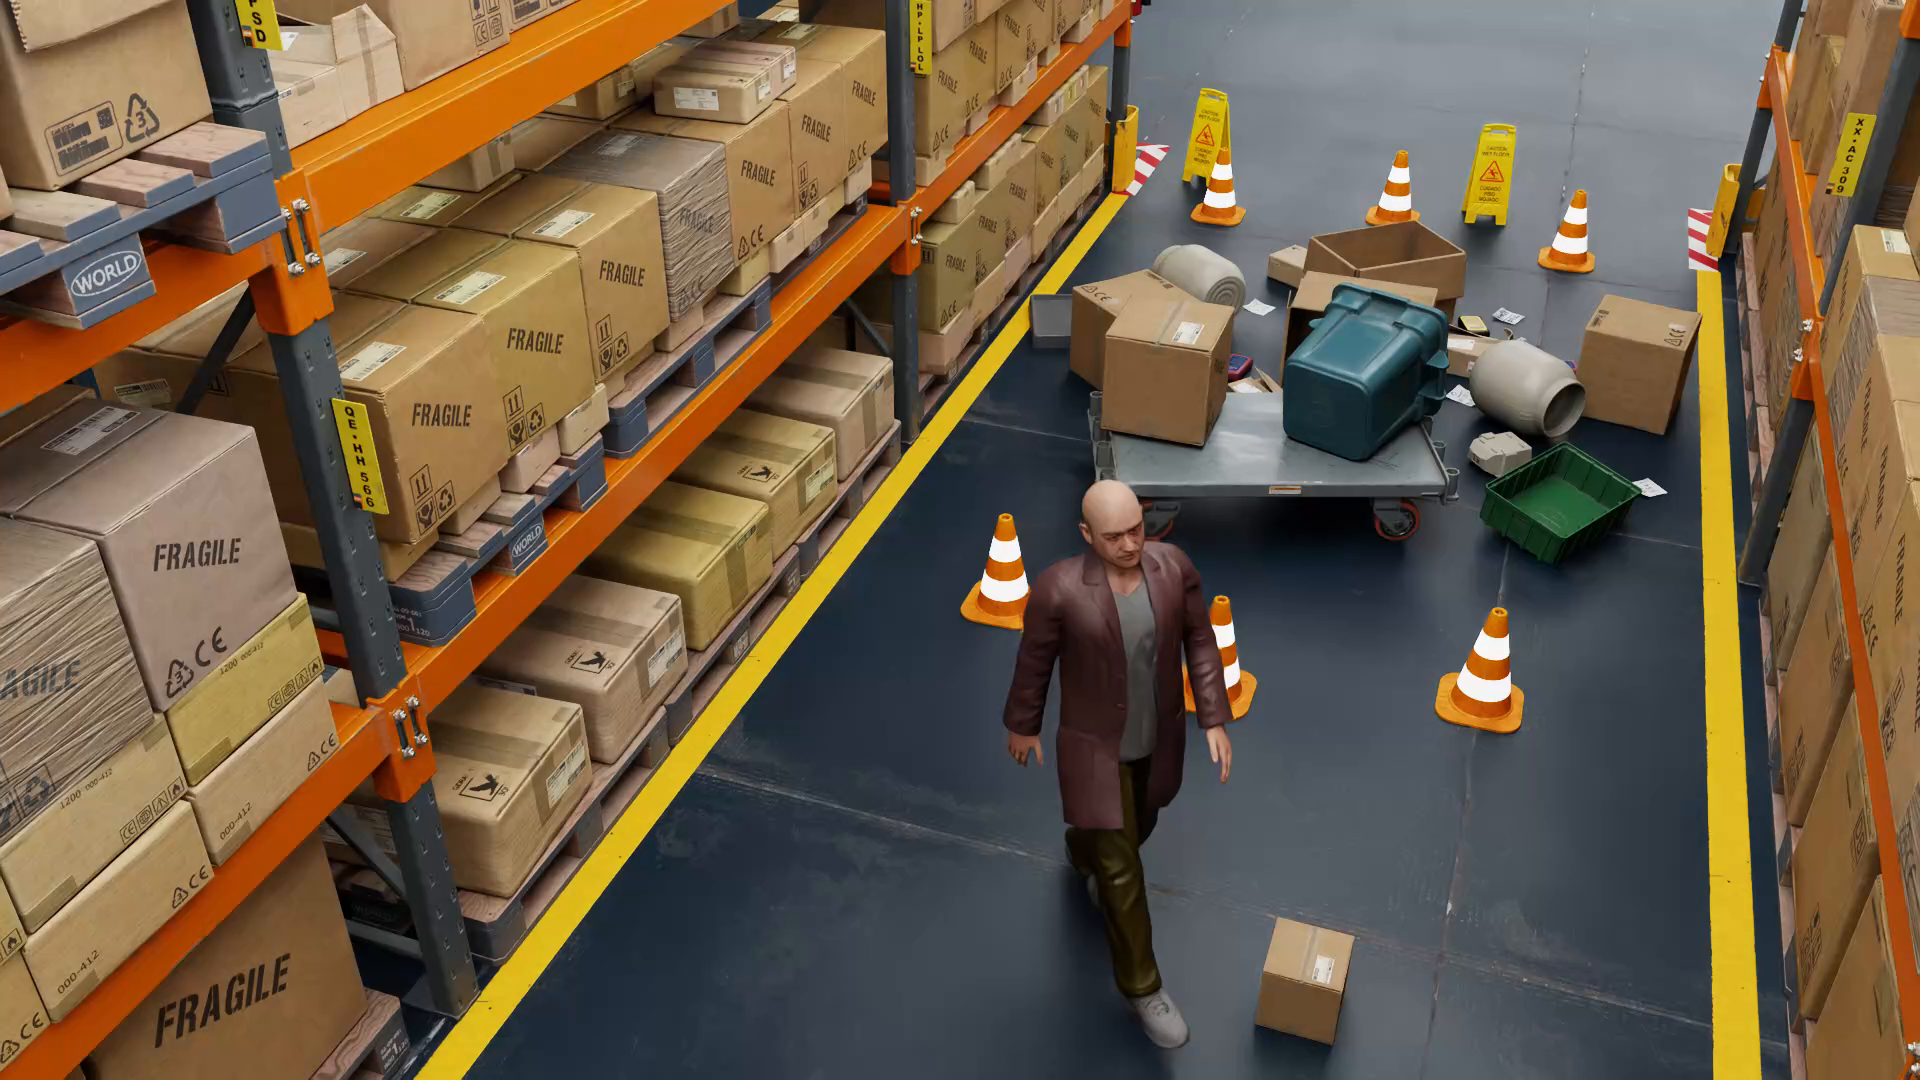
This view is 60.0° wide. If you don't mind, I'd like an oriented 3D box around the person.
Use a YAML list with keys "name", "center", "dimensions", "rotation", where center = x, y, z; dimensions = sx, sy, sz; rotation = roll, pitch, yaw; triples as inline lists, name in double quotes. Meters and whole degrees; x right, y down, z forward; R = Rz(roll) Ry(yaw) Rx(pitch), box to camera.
- name: "person"
  center: [0.560, 0.662, 5.130]
  dimensions: [0.637, 1.718, 1.014]
  rotation: [-14, 35, -20]
